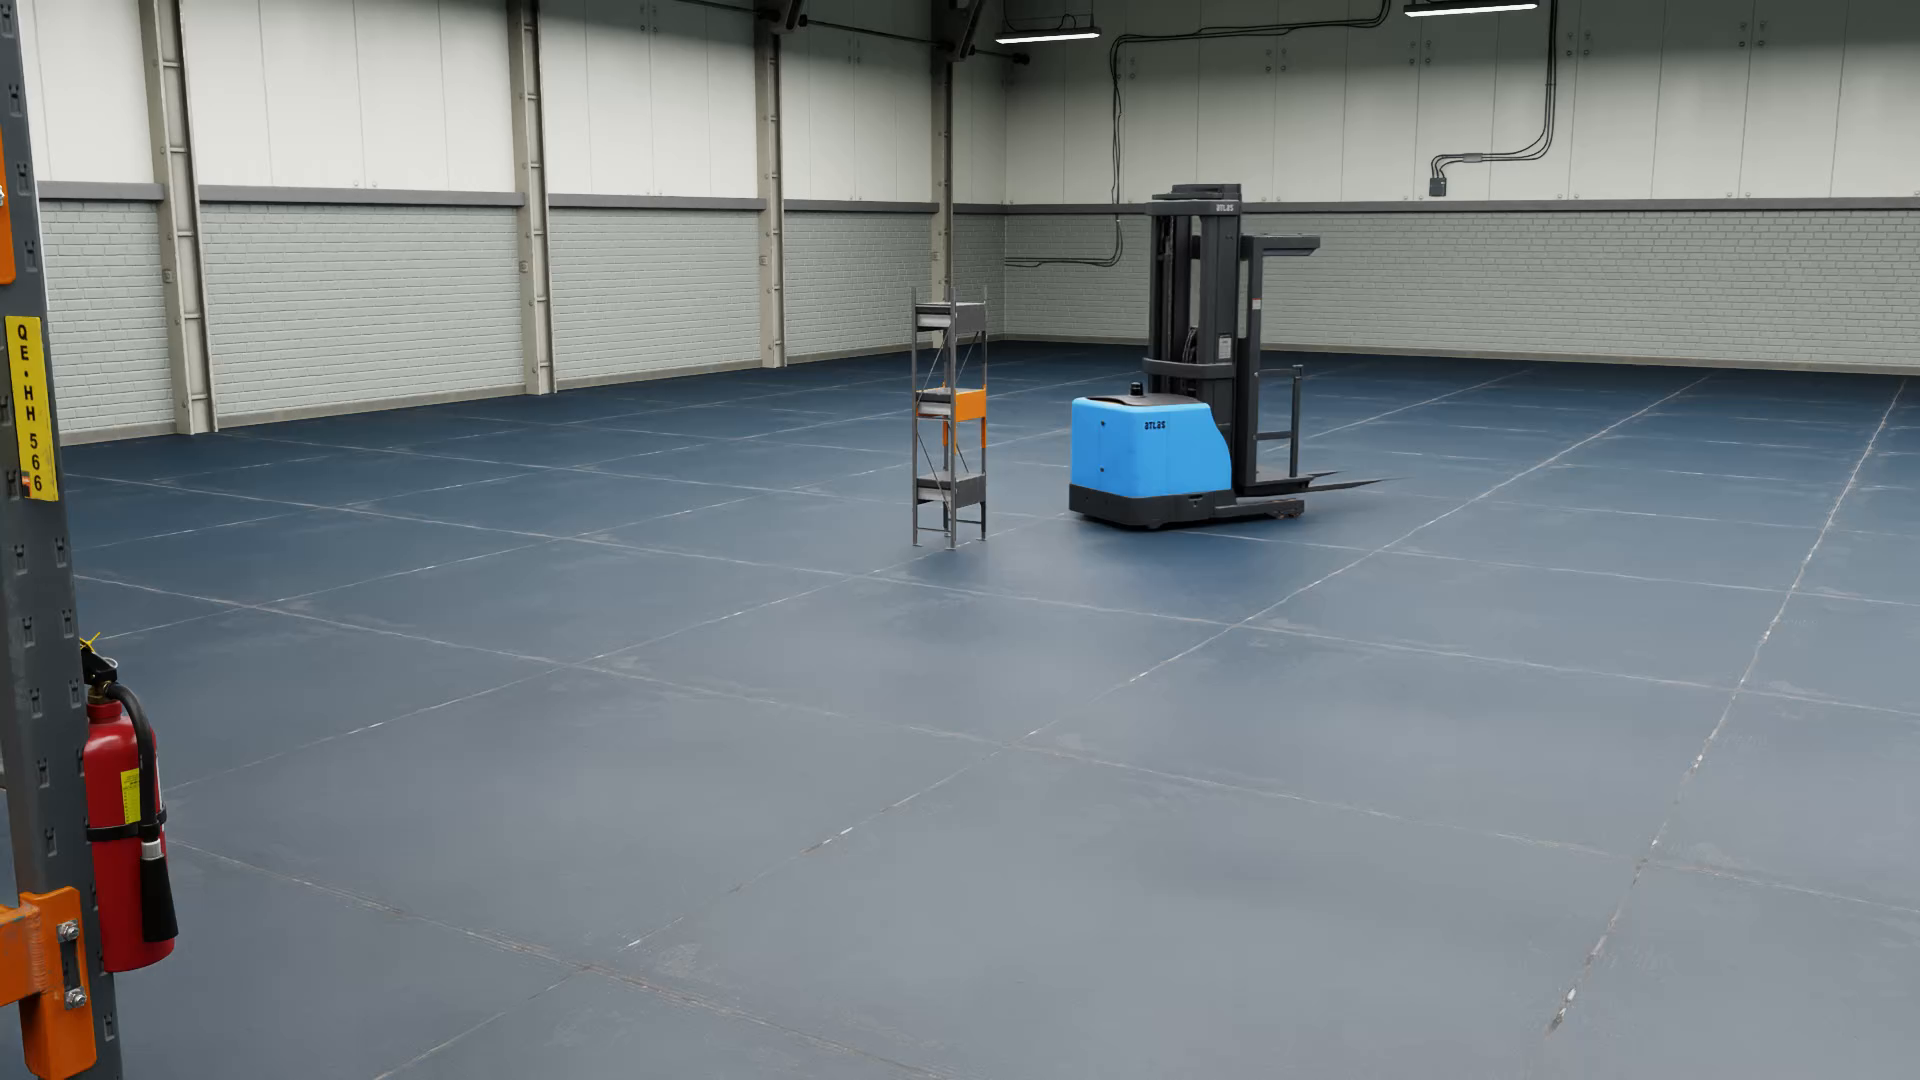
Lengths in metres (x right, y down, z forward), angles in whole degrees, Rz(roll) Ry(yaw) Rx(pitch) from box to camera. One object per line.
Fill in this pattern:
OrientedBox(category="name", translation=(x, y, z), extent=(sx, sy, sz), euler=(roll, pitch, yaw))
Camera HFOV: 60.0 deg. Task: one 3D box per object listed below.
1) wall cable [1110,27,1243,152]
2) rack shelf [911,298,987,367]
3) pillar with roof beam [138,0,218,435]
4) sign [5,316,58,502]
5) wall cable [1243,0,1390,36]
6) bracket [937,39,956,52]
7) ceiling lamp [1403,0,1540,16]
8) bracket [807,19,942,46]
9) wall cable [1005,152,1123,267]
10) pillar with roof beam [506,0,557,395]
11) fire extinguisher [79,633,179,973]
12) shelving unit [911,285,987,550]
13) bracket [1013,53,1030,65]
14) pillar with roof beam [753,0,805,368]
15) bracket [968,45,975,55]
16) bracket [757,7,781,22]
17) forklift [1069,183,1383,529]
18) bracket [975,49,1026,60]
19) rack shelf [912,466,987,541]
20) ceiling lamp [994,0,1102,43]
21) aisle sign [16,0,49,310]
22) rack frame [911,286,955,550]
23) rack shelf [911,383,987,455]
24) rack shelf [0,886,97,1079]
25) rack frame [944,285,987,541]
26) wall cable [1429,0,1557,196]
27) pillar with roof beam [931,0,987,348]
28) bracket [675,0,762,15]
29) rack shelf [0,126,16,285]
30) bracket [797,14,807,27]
OrientedBox(category="wall cable", translation=(4.587, -9.663, 35.744), extent=(3.097, 2.526, 0.112), euler=(6, 12, 31))
OrientedBox(category="rack shelf", translation=(-0.086, -1.681, 13.410), extent=(0.431, 0.518, 0.480), euler=(6, 12, 31))
OrientedBox(category="pillar with roof beam", translation=(-6.050, -5.386, 18.185), extent=(9.100, 9.000, 0.400), euler=(6, 12, 31))
OrientedBox(category="sign", translation=(-1.650, -0.233, 2.956), extent=(0.100, 0.325, 0.005), euler=(6, 12, 31))
OrientedBox(category="wall cable", translation=(7.232, -11.603, 33.746), extent=(3.097, 2.526, 0.112), euler=(6, 12, 31))
OrientedBox(category="bracket", translation=(-0.296, -10.299, 34.642), extent=(0.235, 0.232, 0.430), euler=(6, 12, 31))
OrientedBox(category="ceiling lamp", translation=(7.985, -9.730, 25.525), extent=(2.000, 3.185, 0.800), euler=(6, 12, 31))
OrientedBox(category="bracket", translation=(-1.634, -9.893, 32.478), extent=(0.076, 0.066, 4.783), euler=(6, 12, 31))
OrientedBox(category="wall cable", translation=(2.275, -7.439, 37.589), extent=(3.097, 2.526, 0.112), euler=(6, 12, 31))
OrientedBox(category="pillar with roof beam", translation=(-2.935, -6.330, 23.226), extent=(9.100, 9.000, 0.400), euler=(6, 12, 31))
OrientedBox(category="fire extinguisher", translation=(-1.661, 0.499, 3.259), extent=(0.296, 0.674, 0.183), euler=(6, 12, 31))
OrientedBox(category="shelving unit", translation=(-0.086, -1.006, 13.536), extent=(0.431, 2.100, 0.503), euler=(6, 12, 31))
OrientedBox(category="bracket", translation=(1.365, -10.802, 37.331), extent=(0.235, 0.232, 0.430), euler=(6, 12, 31))
OrientedBox(category="pillar with roof beam", translation=(0.180, -7.274, 28.266), extent=(9.100, 9.000, 0.548), euler=(6, 12, 31))
OrientedBox(category="bracket", translation=(0.135, -10.429, 35.340), extent=(0.235, 0.232, 0.430), euler=(6, 12, 31))
OrientedBox(category="bracket", translation=(-3.411, -9.355, 29.602), extent=(0.235, 0.232, 0.430), euler=(6, 12, 31))
OrientedBox(category="forklift", translation=(2.516, -1.705, 15.010), extent=(3.031, 2.935, 1.130), euler=(-6, 12, -29))
OrientedBox(category="bracket", translation=(1.058, -10.709, 36.834), extent=(0.076, 0.066, 3.189), euler=(6, 12, 31))
OrientedBox(category="rack shelf", translation=(-0.086, -0.305, 13.668), extent=(0.431, 0.518, 0.480), euler=(6, 12, 31))
OrientedBox(category="ceiling lamp", translation=(1.669, -10.436, 29.296), extent=(2.000, 3.185, 0.800), euler=(6, 12, 31))
OrientedBox(category="aisle sign", translation=(-1.825, -0.823, 3.051), extent=(0.394, 0.787, 0.004), euler=(6, 12, 31))
OrientedBox(category="rack frame", translation=(-0.213, -0.968, 13.331), extent=(0.400, 2.100, 0.015), euler=(6, 12, 31))
OrientedBox(category="rack shelf", translation=(-0.086, -0.993, 13.539), extent=(0.431, 0.518, 0.480), euler=(6, 12, 31))
OrientedBox(category="rack shelf", translation=(-3.152, 1.104, 1.777), extent=(1.077, 0.370, 4.000), euler=(6, 12, 31))
OrientedBox(category="rack frame", translation=(0.041, -1.044, 13.741), extent=(0.400, 2.100, 0.015), euler=(6, 12, 31))
OrientedBox(category="wall cable", translation=(10.381, -9.728, 32.133), extent=(2.305, 6.003, 0.169), euler=(6, 12, 31))
OrientedBox(category="pillar with roof beam", translation=(3.295, -8.217, 33.307), extent=(9.100, 9.000, 0.548), euler=(6, 12, 31))
OrientedBox(category="bracket", translation=(-4.749, -8.950, 27.438), extent=(0.076, 0.066, 4.783), euler=(6, 12, 31))
OrientedBox(category="rack shelf", translation=(-3.152, -0.371, 1.501), extent=(1.077, 0.370, 4.000), euler=(6, 12, 31))
OrientedBox(category="bracket", translation=(-2.981, -9.485, 30.299), extent=(0.235, 0.232, 0.430), euler=(6, 12, 31))
